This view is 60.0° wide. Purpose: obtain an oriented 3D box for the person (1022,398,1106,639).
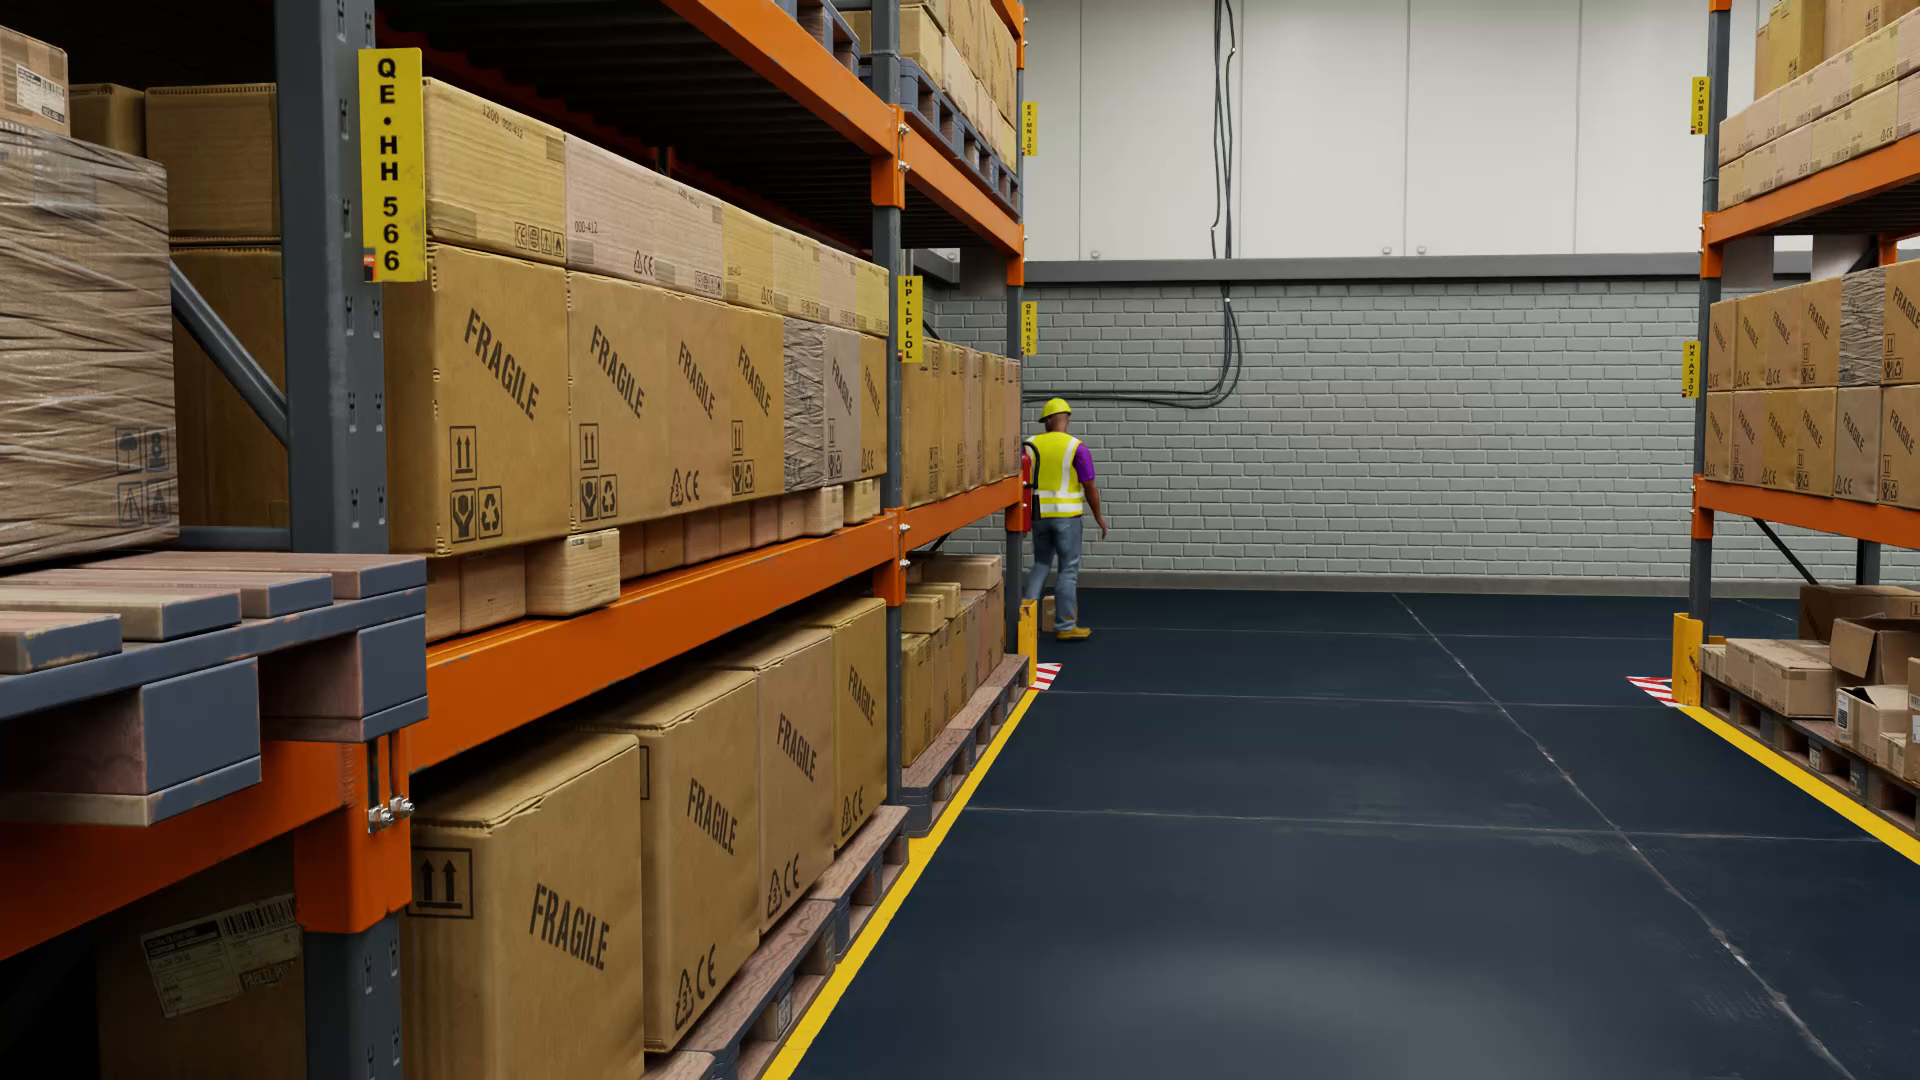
[{"bbox_3d":[0.723,-0.157,12.245,0.633,1.771,0.463,3,5,33],"label":"person"}]
